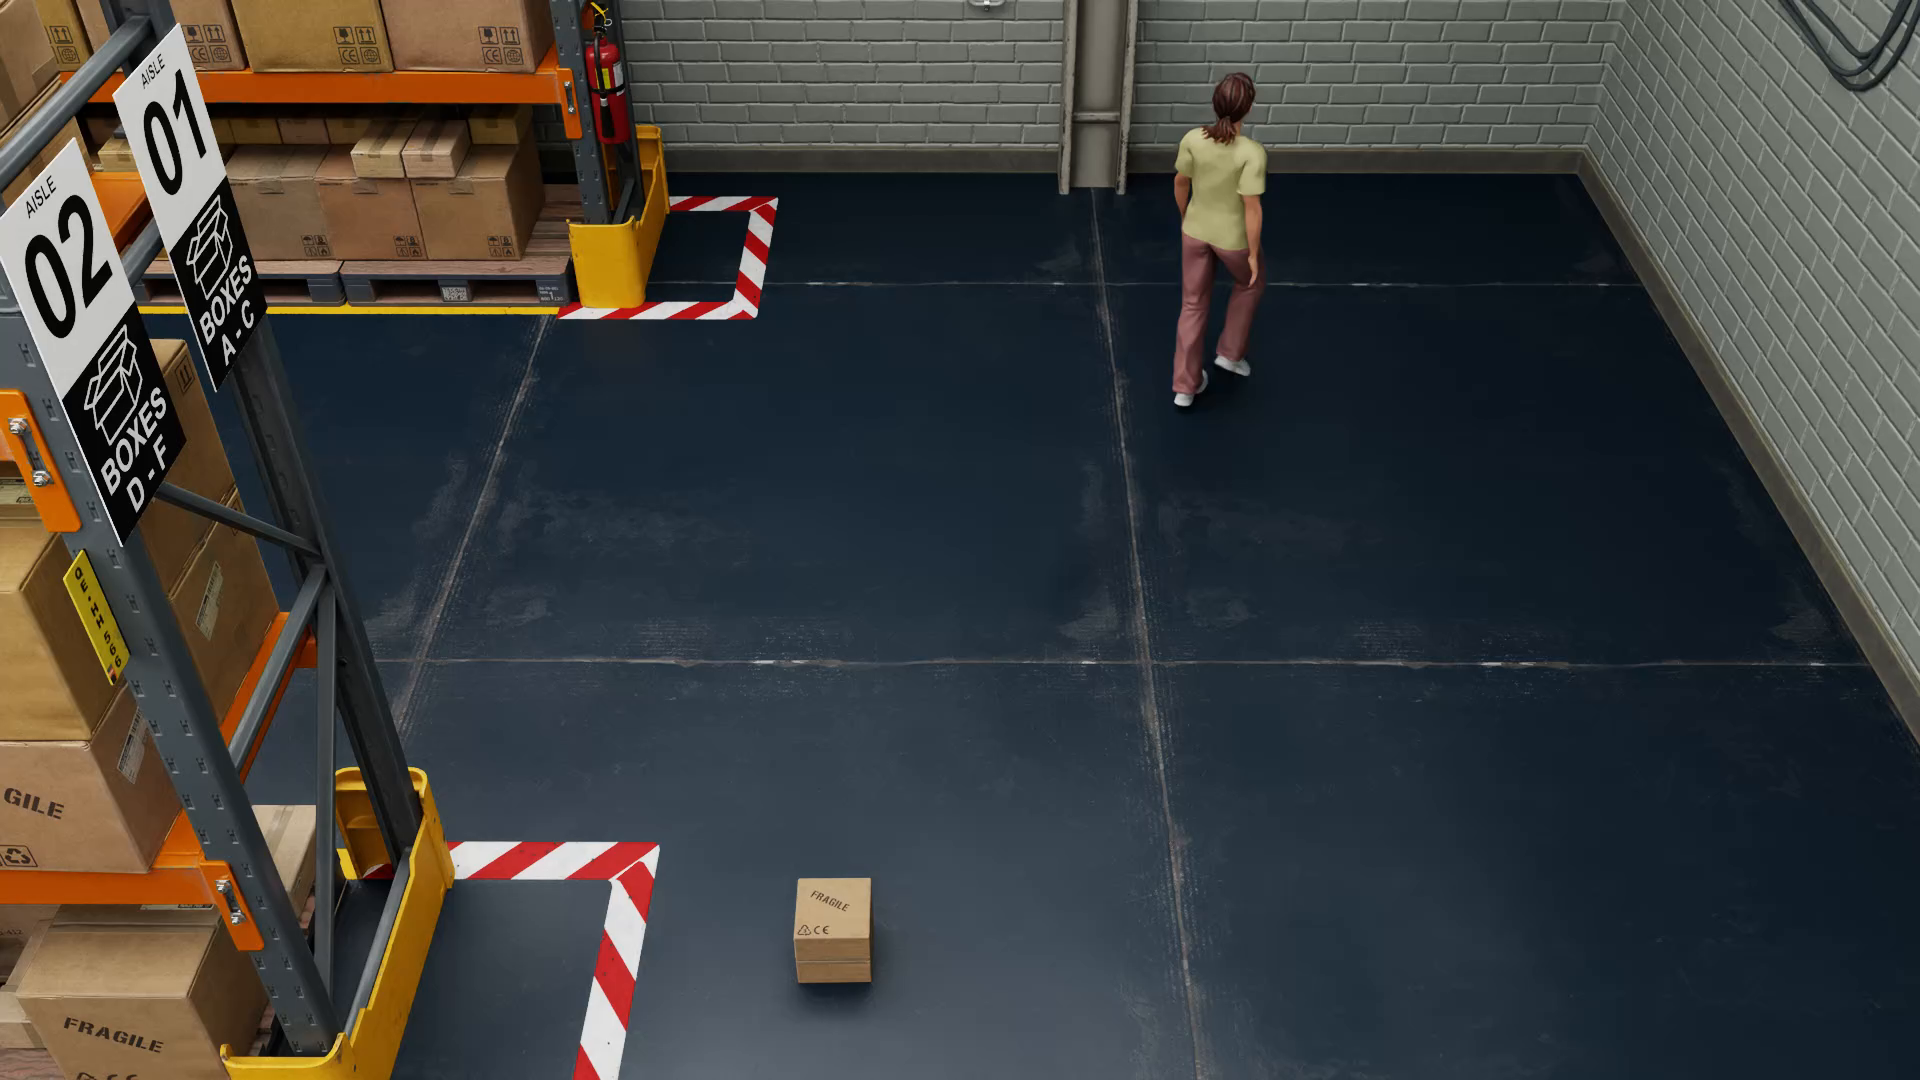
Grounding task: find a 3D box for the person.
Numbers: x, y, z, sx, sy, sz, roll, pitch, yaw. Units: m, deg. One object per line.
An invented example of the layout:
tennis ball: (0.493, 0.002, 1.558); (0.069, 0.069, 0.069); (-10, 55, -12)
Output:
person: (1.230, -1.411, 7.871); (0.489, 1.722, 0.579); (18, 43, 20)
